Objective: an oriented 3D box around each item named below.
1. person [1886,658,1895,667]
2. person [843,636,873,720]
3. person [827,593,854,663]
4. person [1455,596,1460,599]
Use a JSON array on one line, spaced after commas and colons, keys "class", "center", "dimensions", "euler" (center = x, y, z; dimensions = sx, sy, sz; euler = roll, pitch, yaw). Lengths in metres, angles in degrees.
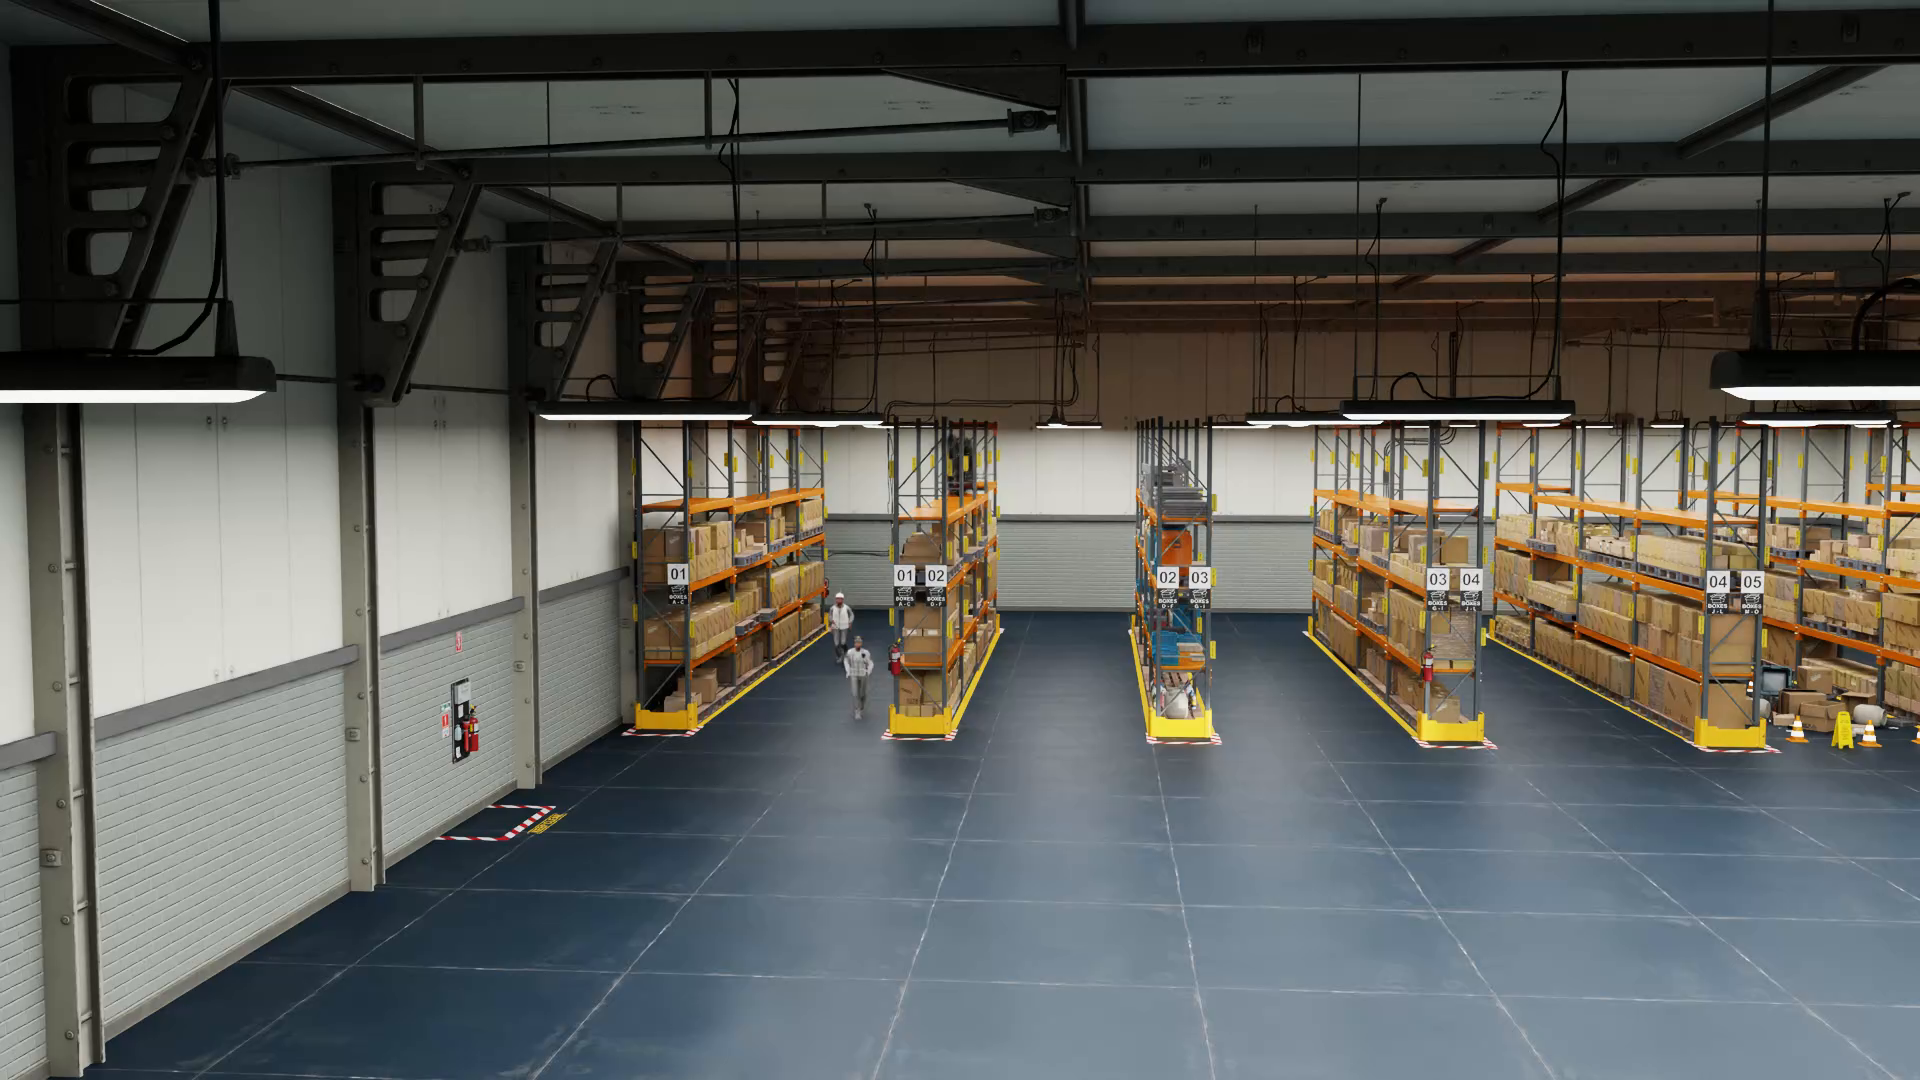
[{"class": "person", "center": [21.406, 2.452, 38.226], "dimensions": [0.573, 1.567, 0.476], "euler": [0, 4, -6]}, {"class": "person", "center": [-2.038, 2.726, 33.369], "dimensions": [0.603, 1.668, 0.785], "euler": [0, 4, -1]}, {"class": "person", "center": [-2.960, 2.178, 41.072], "dimensions": [0.653, 1.731, 0.569], "euler": [0, 4, 3]}, {"class": "person", "center": [13.326, 2.020, 44.203], "dimensions": [0.565, 1.637, 0.542], "euler": [1, 4, 14]}]
